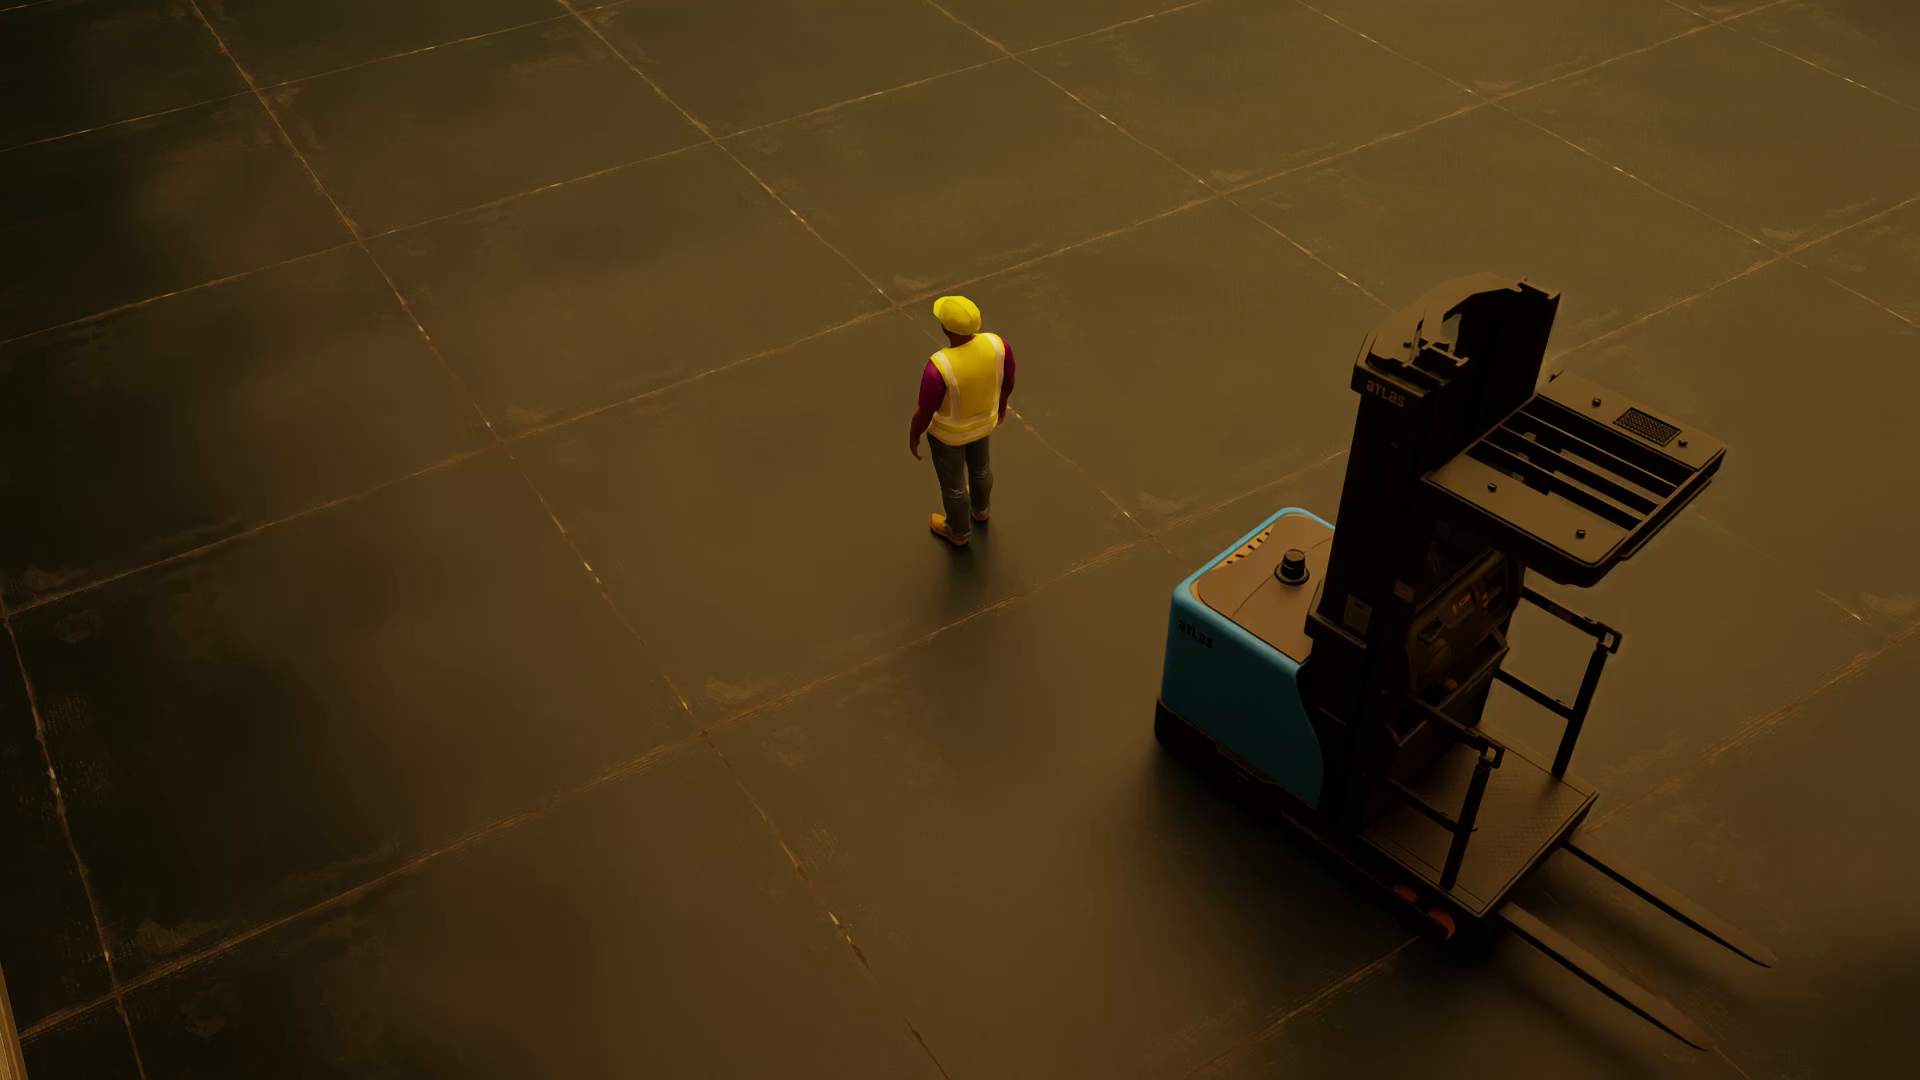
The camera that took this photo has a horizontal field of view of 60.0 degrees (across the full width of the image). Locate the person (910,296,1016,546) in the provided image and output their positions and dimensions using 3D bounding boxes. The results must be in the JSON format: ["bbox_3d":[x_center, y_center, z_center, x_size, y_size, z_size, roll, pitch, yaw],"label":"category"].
[{"bbox_3d":[-0.034,-0.711,9.559,0.666,1.768,0.575,-23,46,-24],"label":"person"}]

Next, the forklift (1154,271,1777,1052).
[{"bbox_3d":[2.423,0.420,7.390,1.130,2.935,3.031,-33,51,-32],"label":"forklift"}]
